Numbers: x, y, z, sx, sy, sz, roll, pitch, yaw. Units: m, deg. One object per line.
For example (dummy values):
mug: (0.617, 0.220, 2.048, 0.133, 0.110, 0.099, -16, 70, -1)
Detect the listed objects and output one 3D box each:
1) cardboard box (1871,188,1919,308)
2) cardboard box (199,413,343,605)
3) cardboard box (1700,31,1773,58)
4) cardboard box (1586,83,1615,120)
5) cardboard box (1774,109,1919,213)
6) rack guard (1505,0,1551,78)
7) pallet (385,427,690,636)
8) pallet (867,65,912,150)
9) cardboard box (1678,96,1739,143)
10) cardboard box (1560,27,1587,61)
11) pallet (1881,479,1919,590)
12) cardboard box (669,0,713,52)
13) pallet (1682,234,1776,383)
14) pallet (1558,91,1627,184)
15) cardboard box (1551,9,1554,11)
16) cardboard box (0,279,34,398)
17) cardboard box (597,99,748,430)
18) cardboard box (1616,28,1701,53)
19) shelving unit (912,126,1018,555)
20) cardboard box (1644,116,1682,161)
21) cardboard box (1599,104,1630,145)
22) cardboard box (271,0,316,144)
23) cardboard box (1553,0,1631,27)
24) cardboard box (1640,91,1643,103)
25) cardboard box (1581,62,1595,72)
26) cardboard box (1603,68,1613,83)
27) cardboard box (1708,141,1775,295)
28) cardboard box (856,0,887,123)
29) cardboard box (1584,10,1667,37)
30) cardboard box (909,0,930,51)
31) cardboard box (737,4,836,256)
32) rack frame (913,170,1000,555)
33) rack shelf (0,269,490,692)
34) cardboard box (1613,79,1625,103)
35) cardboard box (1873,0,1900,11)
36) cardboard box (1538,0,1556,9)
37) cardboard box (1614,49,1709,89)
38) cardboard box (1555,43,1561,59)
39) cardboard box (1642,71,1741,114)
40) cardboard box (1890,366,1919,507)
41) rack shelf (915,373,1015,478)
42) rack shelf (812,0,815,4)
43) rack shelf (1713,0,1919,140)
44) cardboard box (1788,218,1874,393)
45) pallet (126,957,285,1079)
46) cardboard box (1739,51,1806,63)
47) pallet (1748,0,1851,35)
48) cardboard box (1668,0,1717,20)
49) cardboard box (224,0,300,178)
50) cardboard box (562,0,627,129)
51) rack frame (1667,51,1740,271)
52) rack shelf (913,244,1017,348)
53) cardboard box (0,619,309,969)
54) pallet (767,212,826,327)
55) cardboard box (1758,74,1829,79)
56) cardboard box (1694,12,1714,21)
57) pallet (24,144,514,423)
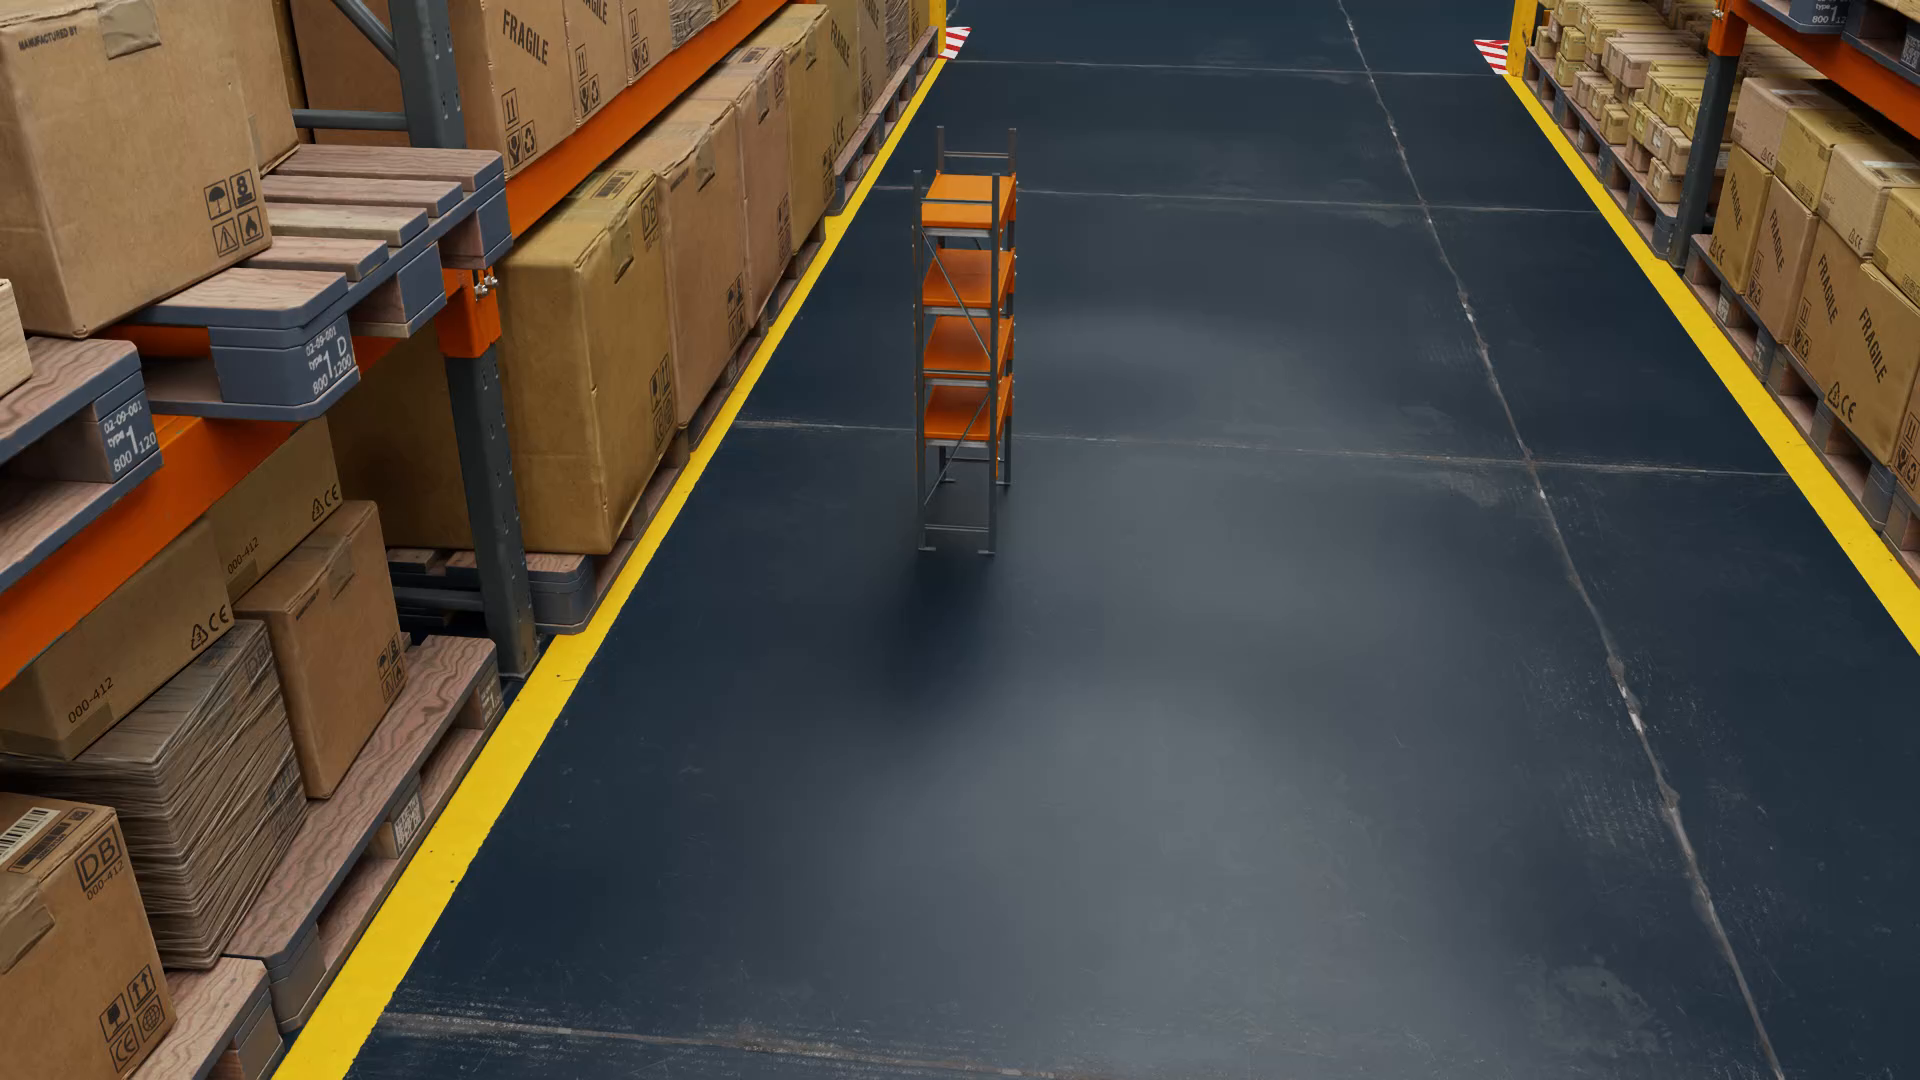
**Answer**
cardboard box: (3.188, -0.884, 5.131, 0.500, 0.250, 0.500, 4, 29, 7)
cardboard box: (-1.727, -0.098, 3.650, 0.500, 0.250, 0.500, 4, 29, 8)
cardboard box: (4.191, -2.615, 8.877, 0.380, 0.149, 0.250, 3, 29, 6)
cardboard box: (3.658, -2.395, 9.095, 0.380, 0.149, 0.250, 3, 28, 6)
cardboard box: (3.310, -1.370, 6.033, 0.500, 0.250, 0.500, 4, 29, 8)
rack guard: (4.207, -3.285, 10.821, 1.175, 0.500, 0.348, 3, 28, 6)
pallet: (-1.503, -0.131, 5.270, 1.003, 0.211, 1.213, 3, 28, 6)
pallet: (-0.866, -2.576, 9.810, 1.003, 0.211, 1.213, 3, 28, 6)
cardboard box: (3.511, -1.913, 7.574, 0.380, 0.149, 0.250, 4, 29, 8)
cardboard box: (3.726, -2.890, 9.702, 0.380, 0.149, 0.250, 4, 29, 8)
pallet: (3.333, 0.204, 4.649, 1.003, 0.211, 1.213, 3, 28, 6)
cardboard box: (-1.161, -1.968, 5.635, 0.500, 0.500, 0.500, 3, 29, 6)
pallet: (3.632, -0.945, 6.781, 1.003, 0.211, 1.213, 3, 28, 6)
pallet: (3.920, -2.205, 9.121, 1.003, 0.211, 1.213, 3, 28, 6)
cardboard box: (3.897, -3.251, 10.371, 0.380, 0.149, 0.250, 5, 29, 8)
cardboard box: (-1.611, -0.317, 2.374, 0.396, 0.266, 0.258, 3, 28, 5)
cardboard box: (-1.452, -0.984, 5.711, 1.225, 0.875, 0.875, 3, 29, 6)
cardboard box: (3.737, -2.642, 8.927, 0.380, 0.149, 0.250, 3, 29, 6)
shelving unit: (0.020, -0.606, 5.110, 0.258, 1.200, 0.503, 3, 28, 6)
cardboard box: (3.470, -1.894, 7.853, 0.380, 0.149, 0.250, 2, 28, 4)
cardboard box: (3.563, -2.160, 8.660, 0.380, 0.149, 0.250, 3, 28, 6)
cardboard box: (-1.860, -1.282, 4.362, 0.500, 0.500, 0.500, 4, 29, 8)
cardboard box: (3.742, -3.139, 9.849, 0.380, 0.149, 0.250, 3, 28, 6)
cardboard box: (3.613, -2.134, 8.298, 0.380, 0.149, 0.250, 4, 29, 7)
cardboard box: (3.783, -2.639, 9.548, 0.380, 0.149, 0.250, 3, 29, 6)
cardboard box: (3.796, -2.630, 9.218, 0.380, 0.149, 0.250, 5, 29, 9)
cardboard box: (3.372, -1.291, 6.676, 0.500, 0.500, 0.500, 4, 29, 8)
cardboard box: (-0.914, -2.854, 9.182, 0.875, 0.875, 0.875, 3, 28, 6)
cardboard box: (3.751, -2.887, 9.382, 0.380, 0.149, 0.250, 4, 29, 8)
cardboard box: (-0.693, -3.701, 10.755, 0.875, 0.875, 0.875, 3, 28, 6)
cardboard box: (-1.243, -1.822, 7.266, 1.225, 0.875, 0.875, 3, 29, 6)
rack frame: (-0.010, -0.491, 4.897, 0.240, 1.200, 0.015, 3, 28, 6)
rack shelf: (-1.919, 0.266, 2.351, 1.077, 0.370, 4.000, 3, 28, 6)
cardboard box: (3.678, -2.380, 8.754, 0.380, 0.149, 0.250, 2, 28, 4)
cardboard box: (3.033, -1.721, 5.104, 0.380, 0.149, 0.250, 2, 28, 4)
cardboard box: (3.815, -3.386, 10.309, 0.380, 0.149, 0.250, 2, 28, 4)
cardboard box: (3.577, -2.404, 8.485, 0.380, 0.149, 0.250, 2, 28, 4)
cardboard box: (3.883, -2.995, 10.211, 0.380, 0.149, 0.250, 3, 28, 6)
cardboard box: (3.527, -2.153, 8.020, 0.380, 0.149, 0.250, 3, 28, 6)
cardboard box: (3.124, -0.310, 4.855, 0.500, 0.500, 0.500, 4, 29, 8)
rack shelf: (0.020, -0.372, 5.236, 0.258, 0.148, 0.480, 3, 28, 6)
rack shelf: (-0.939, -3.499, 9.341, 1.077, 0.370, 4.000, 3, 28, 6)
rack shelf: (3.481, -1.281, 5.223, 1.077, 0.370, 4.000, 3, 28, 6)
cardboard box: (3.258, -0.794, 5.754, 0.500, 0.500, 0.500, 4, 29, 7)
pallet: (-1.924, 1.176, 2.844, 1.003, 0.211, 1.213, 3, 28, 6)
cardboard box: (4.170, -2.368, 8.418, 0.380, 0.149, 0.250, 4, 29, 7)
pallet: (3.488, -2.103, 6.193, 1.003, 0.211, 1.213, 3, 28, 6)
cardboard box: (4.409, -3.105, 9.787, 0.380, 0.149, 0.250, 3, 28, 5)
cardboard box: (-1.701, -0.964, 3.329, 0.500, 0.500, 0.500, 0, 28, 0)
cardboard box: (-1.284, -1.492, 4.751, 0.500, 0.500, 0.500, 3, 28, 5)
rack frame: (3.726, -2.539, 6.800, 1.000, 3.000, 0.127, 3, 28, 6)
rack shelf: (0.020, -0.744, 5.036, 0.258, 0.148, 0.480, 3, 28, 6)
cardboard box: (-1.792, 0.493, 3.343, 0.700, 0.500, 0.500, 1, 28, 2)
pallet: (-1.204, -1.279, 7.402, 1.003, 0.211, 1.213, 3, 28, 6)
cardboard box: (4.048, -2.129, 7.975, 0.380, 0.149, 0.250, 3, 28, 5)
cardboard box: (4.337, -2.857, 9.327, 0.380, 0.149, 0.250, 4, 29, 8)
pallet: (-1.656, -0.566, 3.340, 1.213, 0.211, 1.003, 3, 28, 6)
